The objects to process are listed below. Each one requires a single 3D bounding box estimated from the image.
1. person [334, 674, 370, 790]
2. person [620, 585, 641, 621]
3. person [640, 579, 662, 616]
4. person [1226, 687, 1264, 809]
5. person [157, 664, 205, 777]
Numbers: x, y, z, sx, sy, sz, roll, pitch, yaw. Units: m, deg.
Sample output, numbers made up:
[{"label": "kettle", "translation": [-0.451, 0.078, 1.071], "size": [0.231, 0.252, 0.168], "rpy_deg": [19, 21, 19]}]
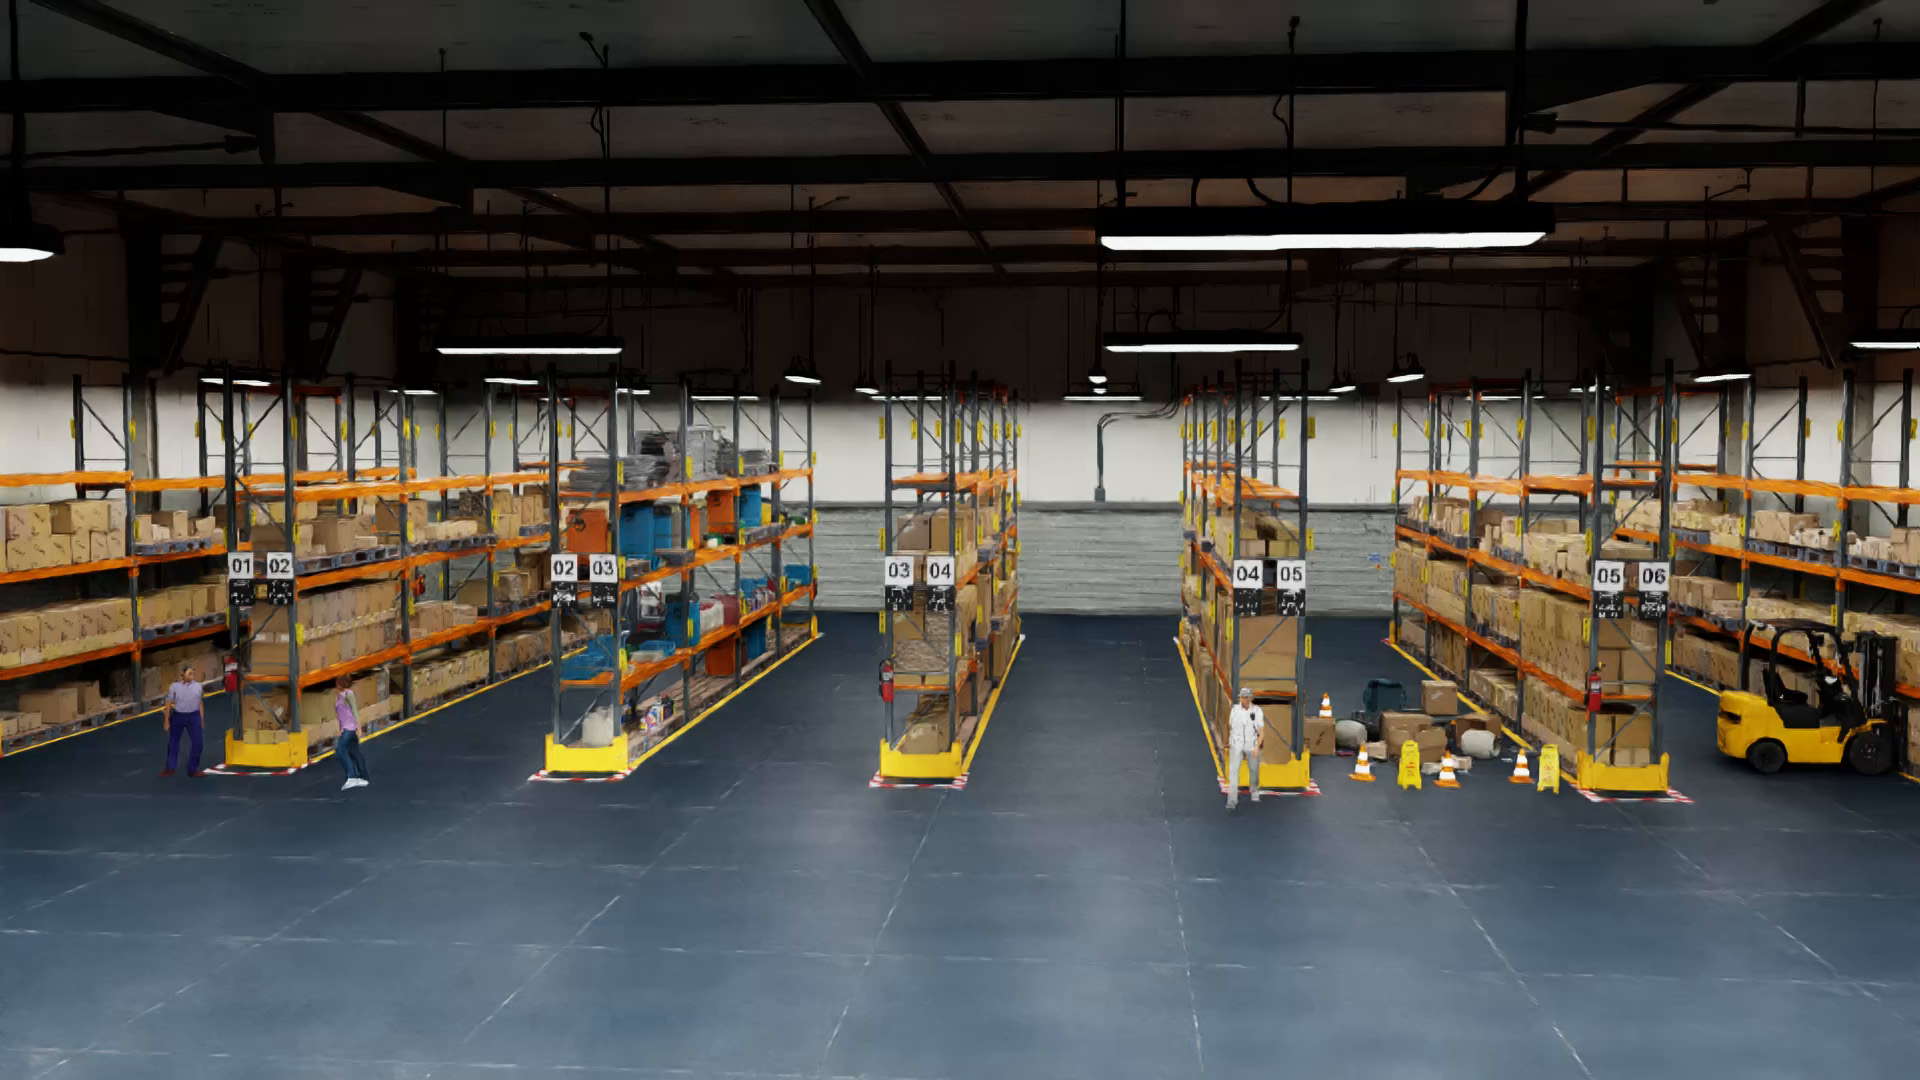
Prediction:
[{"label": "person", "translation": [-8.536, 2.673, 23.333], "size": [0.460, 1.564, 0.519], "rpy_deg": [-2, 4, -25]}, {"label": "person", "translation": [-8.655, 1.284, 43.451], "size": [0.699, 1.696, 0.801], "rpy_deg": [-1, 4, -15]}, {"label": "person", "translation": [-7.439, 1.518, 39.998], "size": [0.591, 1.716, 1.042], "rpy_deg": [0, 4, 4]}, {"label": "person", "translation": [3.804, 2.738, 22.087], "size": [0.477, 1.597, 1.002], "rpy_deg": [1, 4, 14]}, {"label": "person", "translation": [-11.285, 2.614, 24.061], "size": [0.621, 1.636, 0.490], "rpy_deg": [-3, 5, -35]}]
